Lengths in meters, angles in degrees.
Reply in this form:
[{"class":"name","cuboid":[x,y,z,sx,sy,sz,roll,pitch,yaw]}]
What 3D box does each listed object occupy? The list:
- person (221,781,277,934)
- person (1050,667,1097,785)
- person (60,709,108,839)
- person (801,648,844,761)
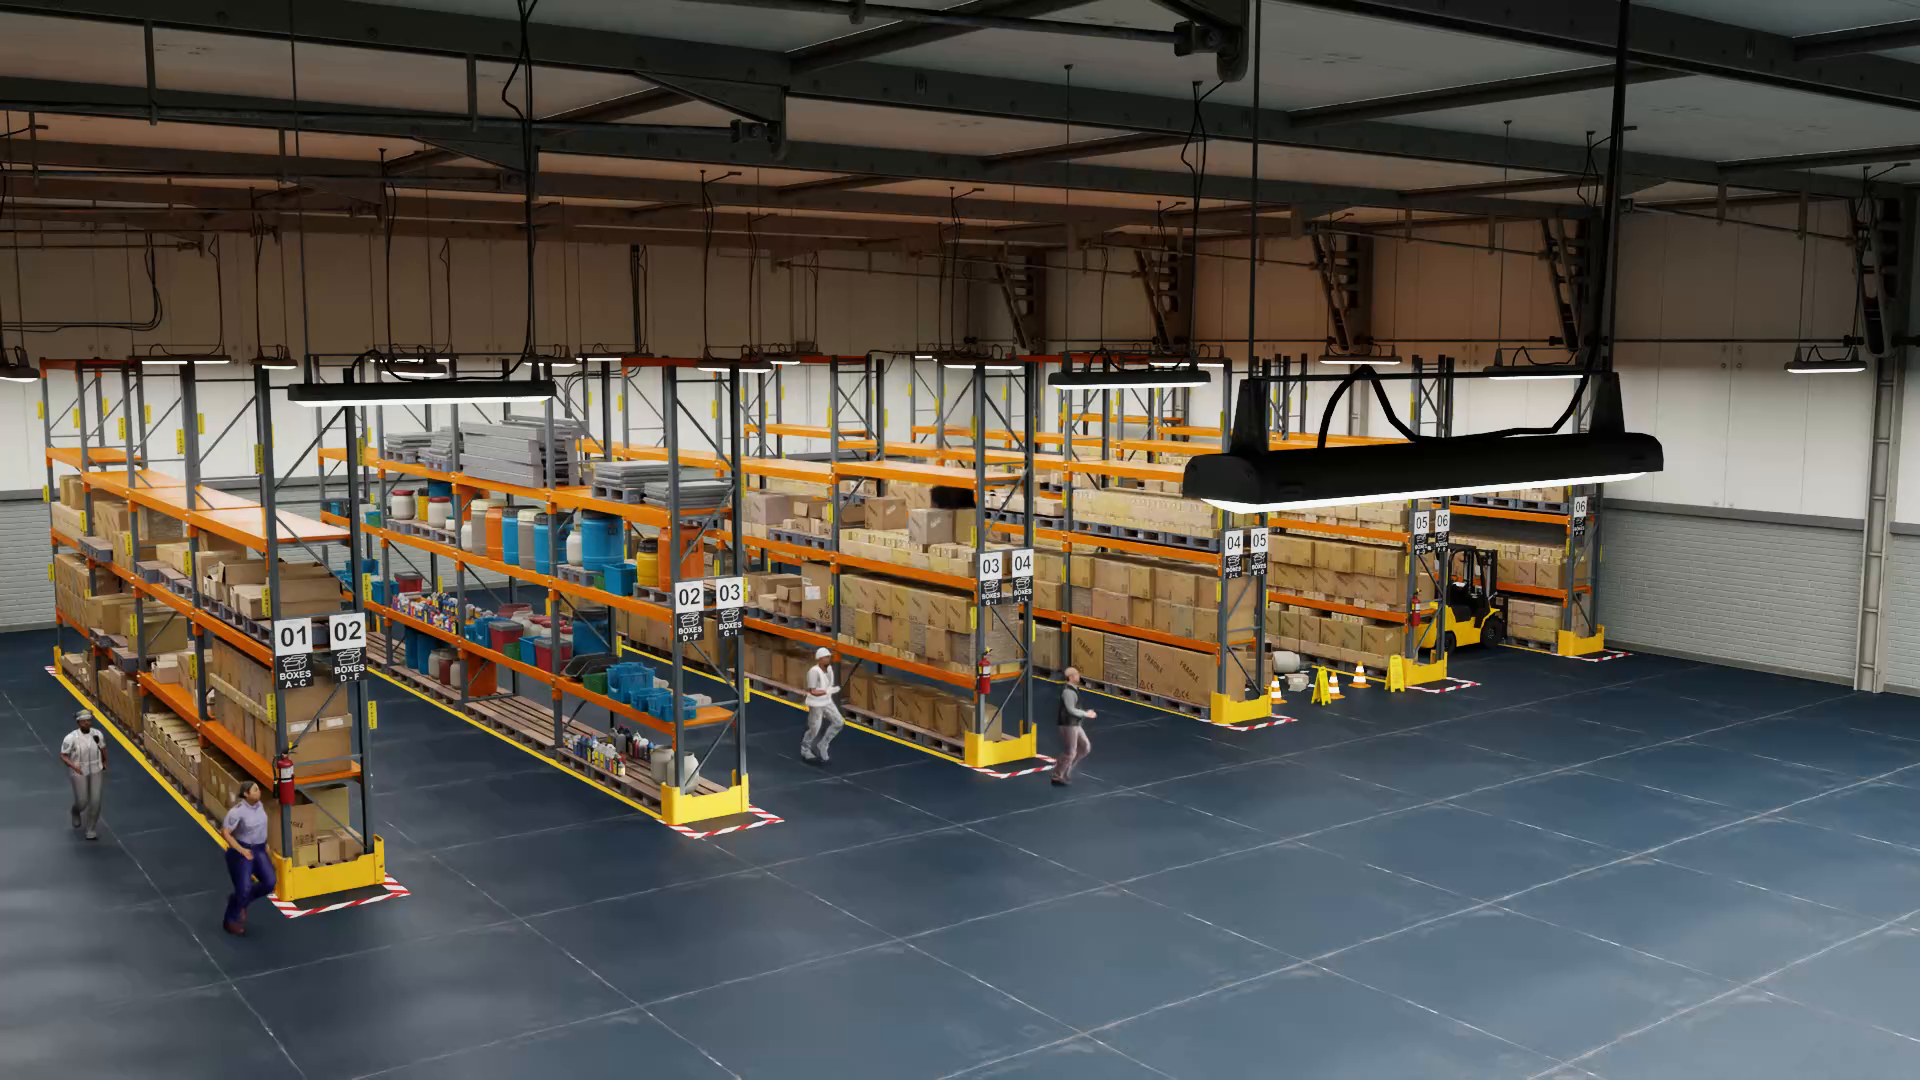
[{"class":"person","cuboid":[-7.656,3.399,18.001,0.500,1.590,0.663,3,7,21]},{"class":"person","cuboid":[1.625,2.651,23.706,0.667,1.700,0.692,1,7,7]},{"class":"person","cuboid":[-11.168,2.964,21.259,0.562,1.655,0.589,-7,10,-44]},{"class":"person","cuboid":[-2.066,2.460,24.893,0.802,1.739,0.720,4,8,30]}]
